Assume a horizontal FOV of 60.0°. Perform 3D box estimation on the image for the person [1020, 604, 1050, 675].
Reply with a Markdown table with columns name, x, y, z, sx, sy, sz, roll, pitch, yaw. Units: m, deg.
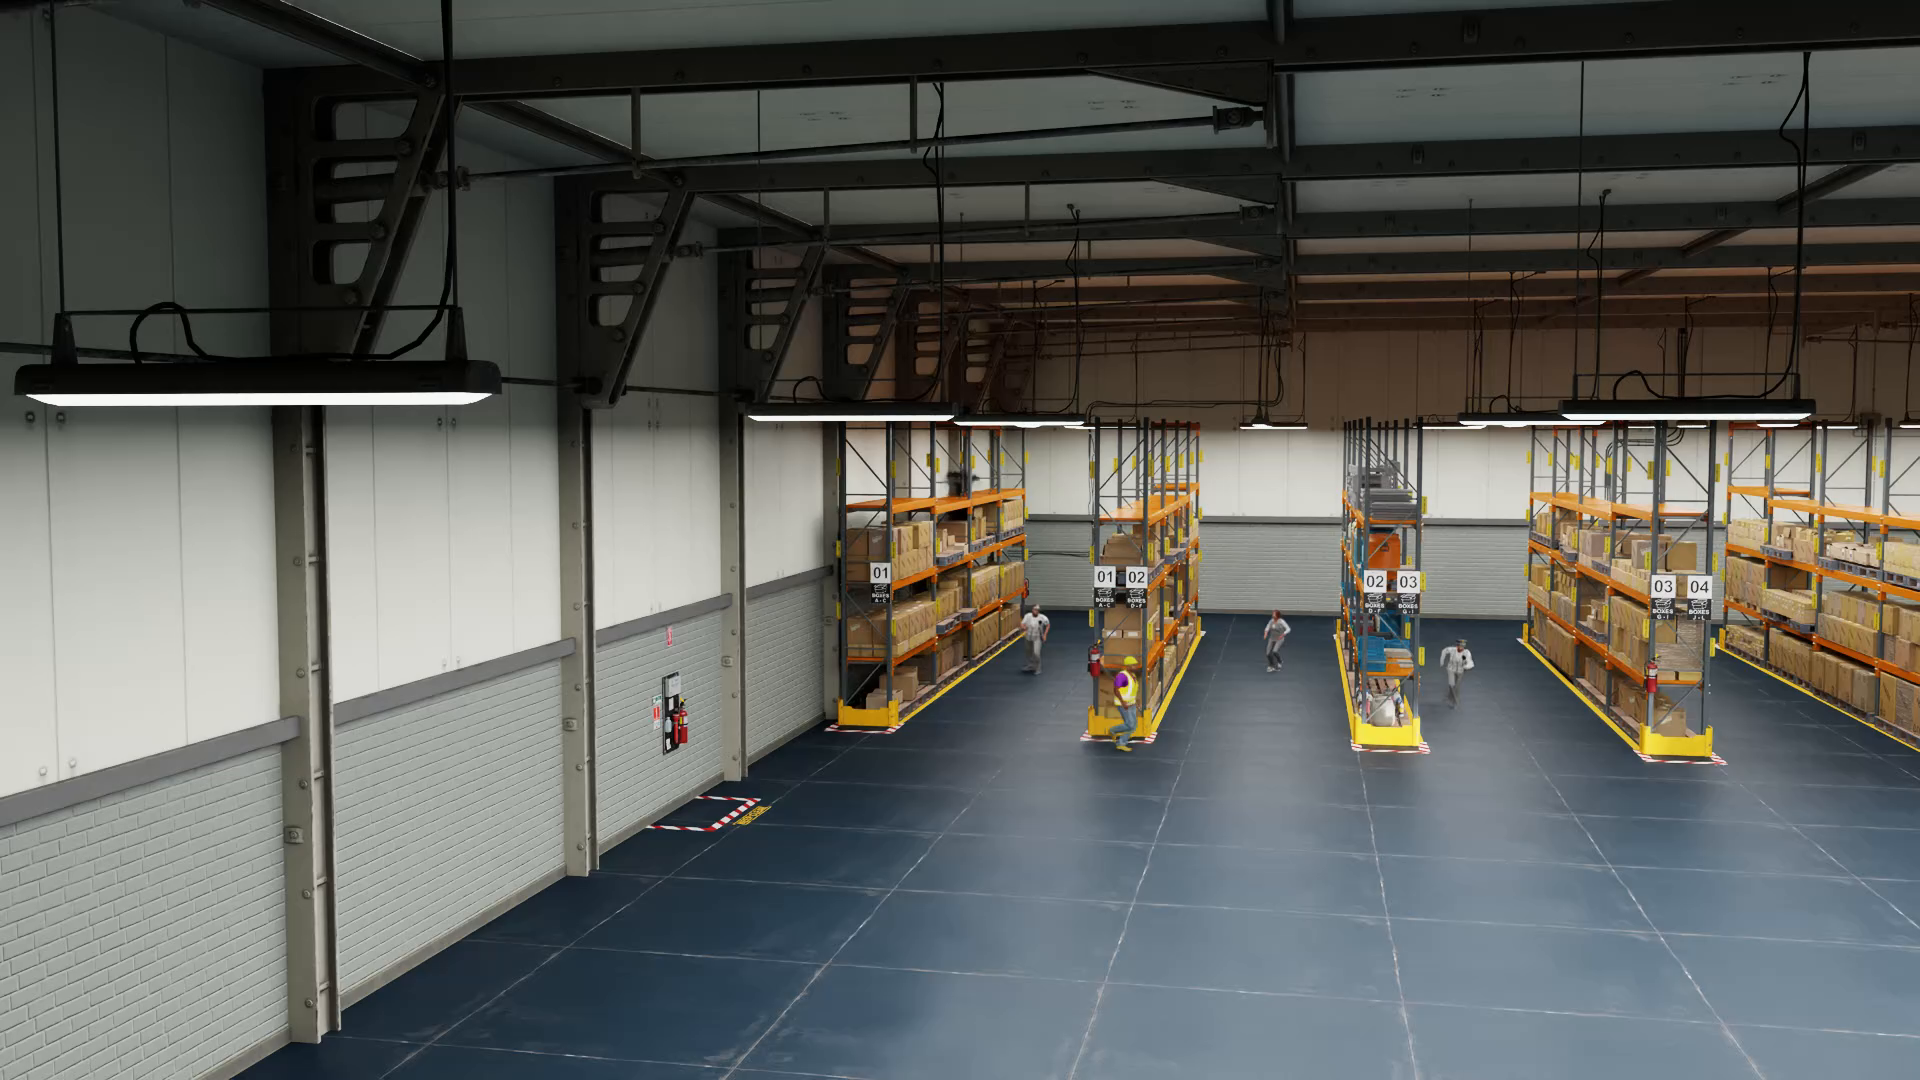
| name | x | y | z | sx | sy | sz | roll | pitch | yaw |
| --- | --- | --- | --- | --- | --- | --- | --- | --- | --- |
| person | 1.724 | 2.342 | 39.489 | 0.735 | 1.712 | 0.869 | 2 | 4 | 24 |

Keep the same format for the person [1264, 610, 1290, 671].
| name | x | y | z | sx | sy | sz | roll | pitch | yaw |
| --- | --- | --- | --- | --- | --- | --- | --- | --- | --- |
| person | 7.531 | 2.407 | 39.573 | 0.630 | 1.515 | 0.572 | 3 | 5 | 36 |

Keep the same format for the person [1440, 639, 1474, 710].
| name | x | y | z | sx | sy | sz | roll | pitch | yaw |
| --- | --- | --- | --- | --- | --- | --- | --- | --- | --- |
| person | 10.250 | 2.736 | 34.321 | 0.601 | 1.481 | 1.060 | 0 | 4 | 6 |

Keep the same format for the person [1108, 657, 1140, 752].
| name | x | y | z | sx | sy | sz | roll | pitch | yaw |
| --- | --- | --- | --- | --- | --- | --- | --- | --- | --- |
| person | 2.932 | 2.938 | 29.906 | 0.593 | 1.704 | 0.701 | 3 | 5 | 35 |
